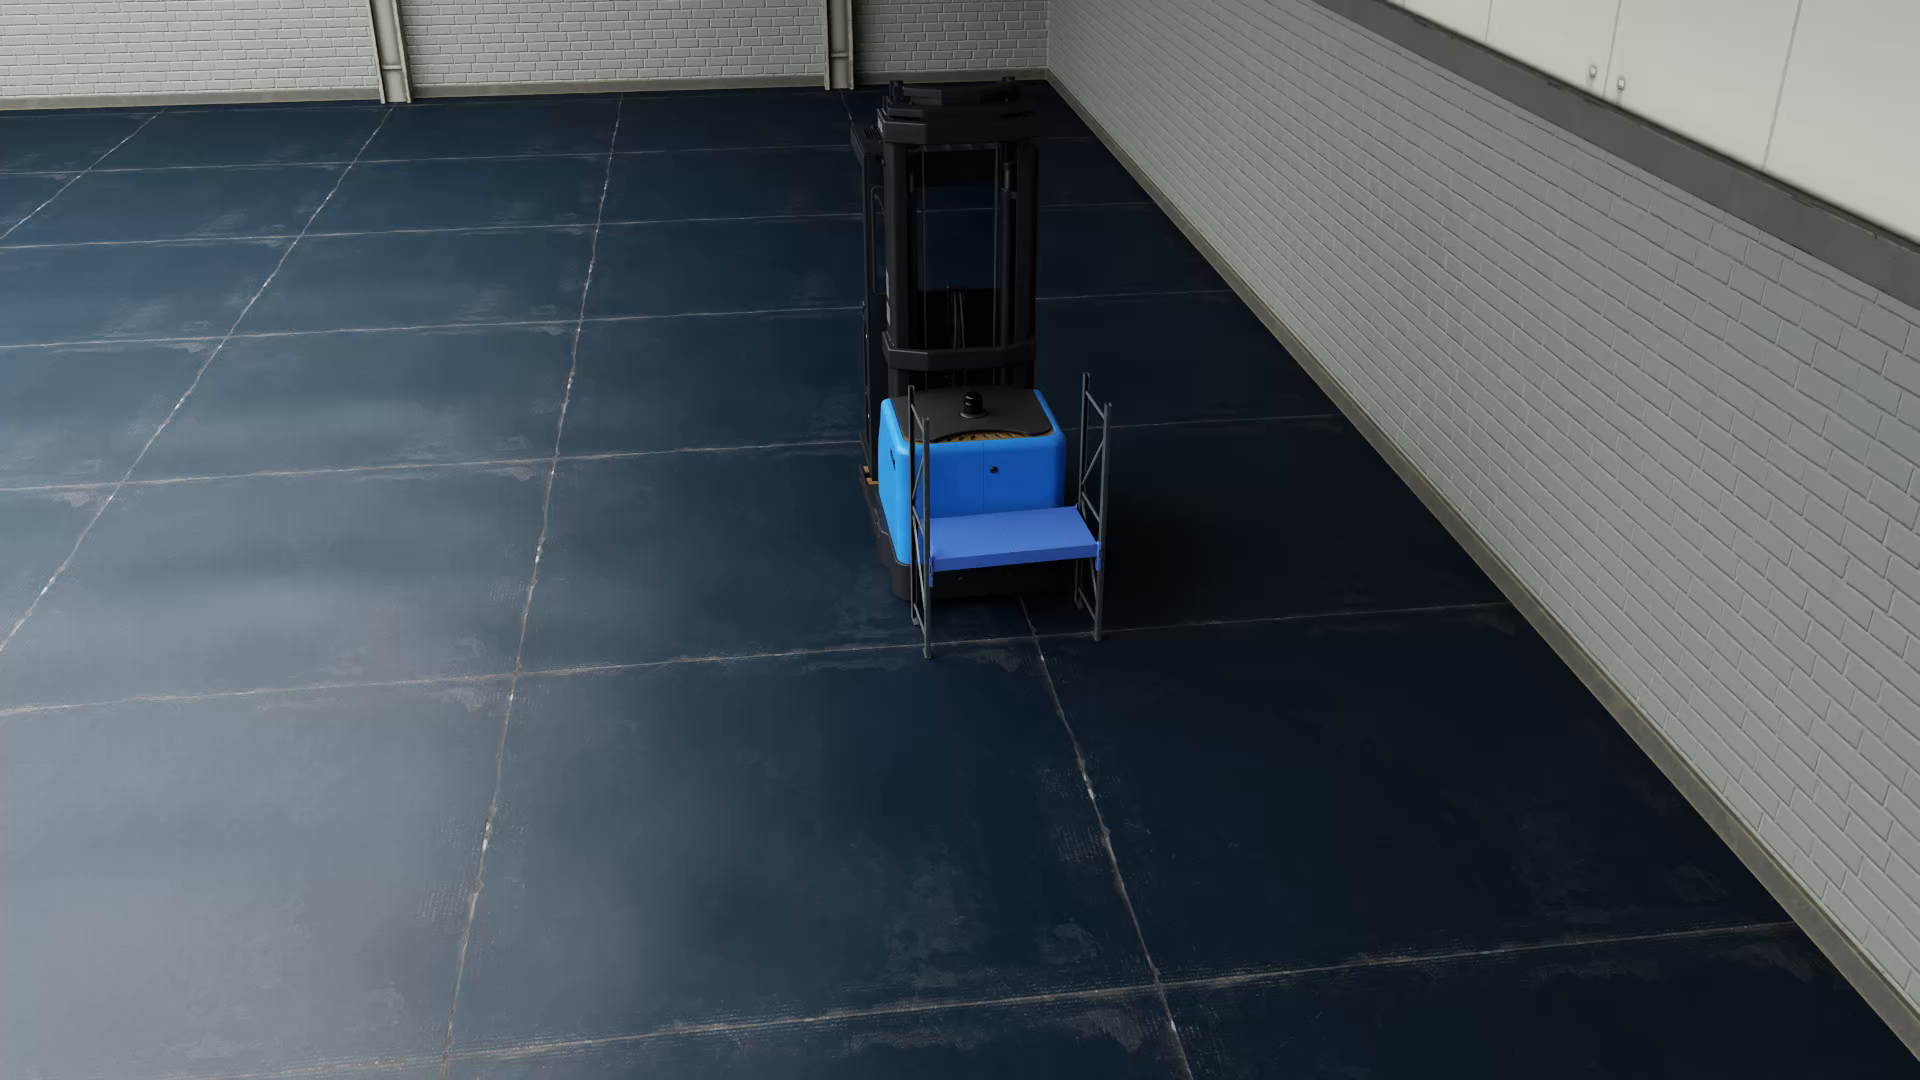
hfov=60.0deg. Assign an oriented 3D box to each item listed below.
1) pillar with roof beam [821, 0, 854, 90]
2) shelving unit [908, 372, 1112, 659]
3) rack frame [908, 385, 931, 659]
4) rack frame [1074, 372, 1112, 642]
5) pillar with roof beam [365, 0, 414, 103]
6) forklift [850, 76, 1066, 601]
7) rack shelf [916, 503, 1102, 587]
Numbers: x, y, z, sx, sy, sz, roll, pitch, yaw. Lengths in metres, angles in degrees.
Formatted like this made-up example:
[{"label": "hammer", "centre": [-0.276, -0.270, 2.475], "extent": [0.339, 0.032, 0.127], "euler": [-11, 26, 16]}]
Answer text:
[{"label": "pillar with roof beam", "centre": [-1.094, -8.411, 17.488], "extent": [0.400, 9.000, 9.100], "euler": [-4, 27, -7]}, {"label": "shelving unit", "centre": [0.269, -0.136, 9.571], "extent": [1.048, 1.500, 0.538], "euler": [-5, 28, -10]}, {"label": "rack frame", "centre": [-0.229, -0.091, 9.483], "extent": [0.032, 1.500, 0.500], "euler": [-5, 28, -10]}, {"label": "rack frame", "centre": [0.768, -0.181, 9.659], "extent": [0.032, 1.500, 0.500], "euler": [-5, 28, -10]}, {"label": "pillar with roof beam", "centre": [-7.035, -8.029, 16.744], "extent": [0.400, 9.000, 9.100], "euler": [-4, 27, -7]}, {"label": "forklift", "centre": [-0.099, -1.584, 10.830], "extent": [1.130, 2.935, 3.031], "euler": [-4, 27, -8]}, {"label": "rack shelf", "centre": [0.269, 0.023, 9.654], "extent": [1.000, 0.185, 0.538], "euler": [-5, 28, -10]}]
